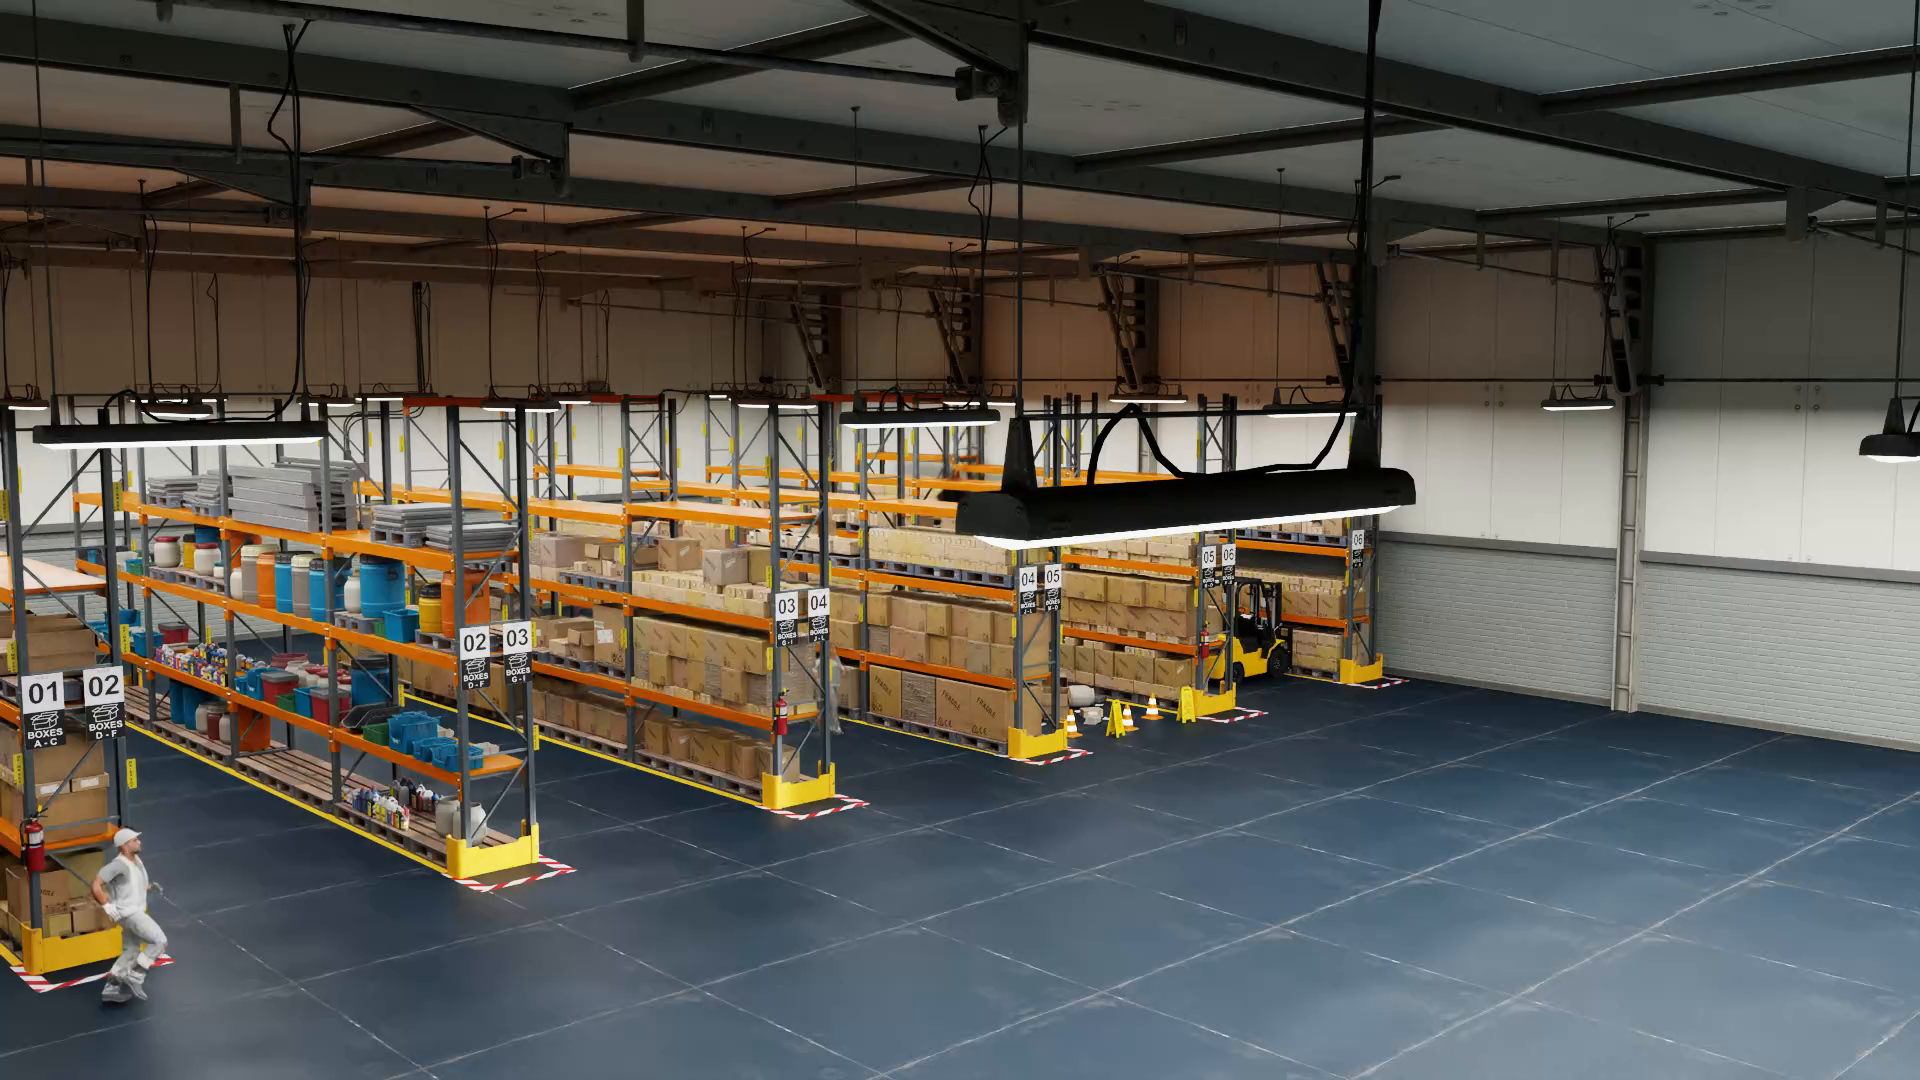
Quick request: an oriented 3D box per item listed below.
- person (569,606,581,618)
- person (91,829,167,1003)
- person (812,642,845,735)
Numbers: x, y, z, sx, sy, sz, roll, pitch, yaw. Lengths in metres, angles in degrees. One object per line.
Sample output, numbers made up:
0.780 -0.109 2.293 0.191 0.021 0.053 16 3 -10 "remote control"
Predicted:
-9.439 1.562 41.034 0.731 1.655 0.613 1 6 10 "person"
-8.430 3.806 16.958 0.649 1.732 0.689 -2 6 -17 "person"
-2.329 2.638 29.840 0.784 1.630 0.517 5 7 40 "person"
